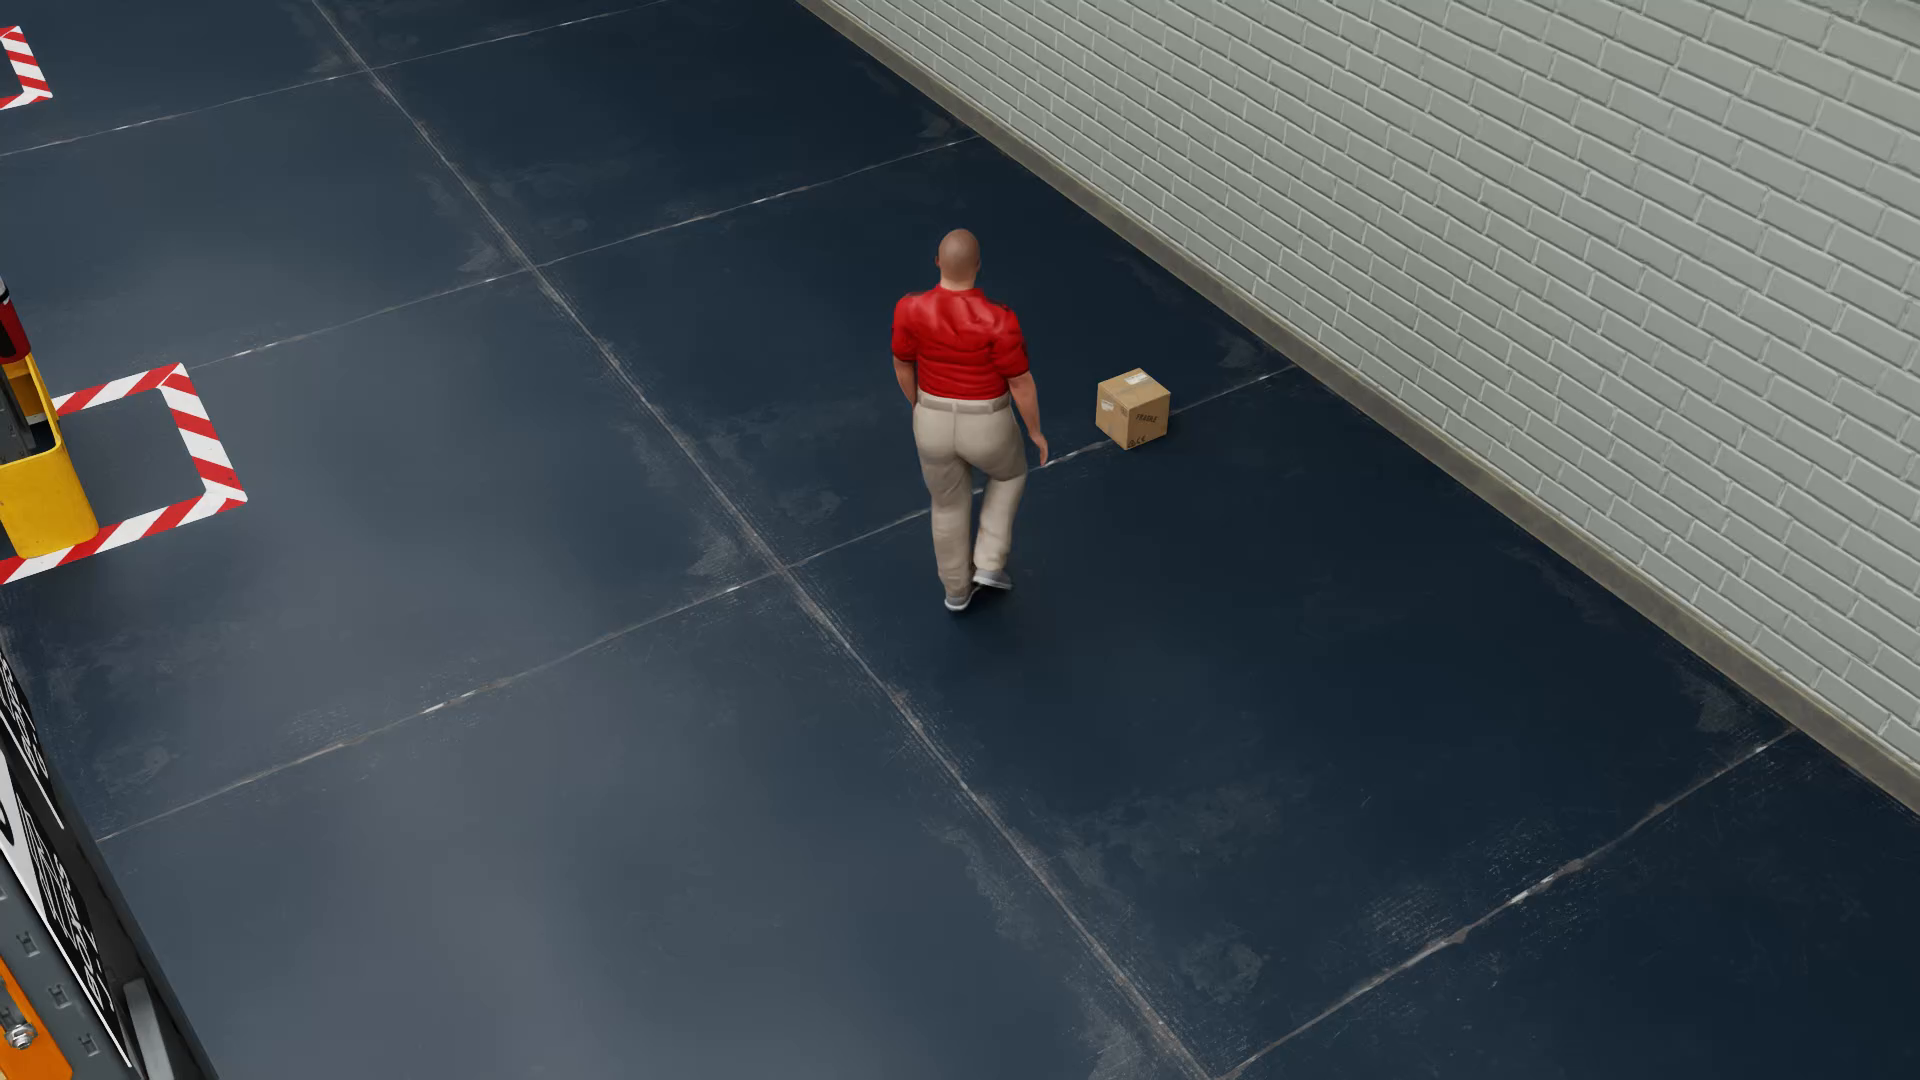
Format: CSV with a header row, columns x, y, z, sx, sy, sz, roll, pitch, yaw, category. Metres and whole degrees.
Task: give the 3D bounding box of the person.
x,y,z,sx,sy,sz,roll,pitch,yaw,category
0.048,-0.470,6.694,0.646,1.717,0.461,10,41,11,person
